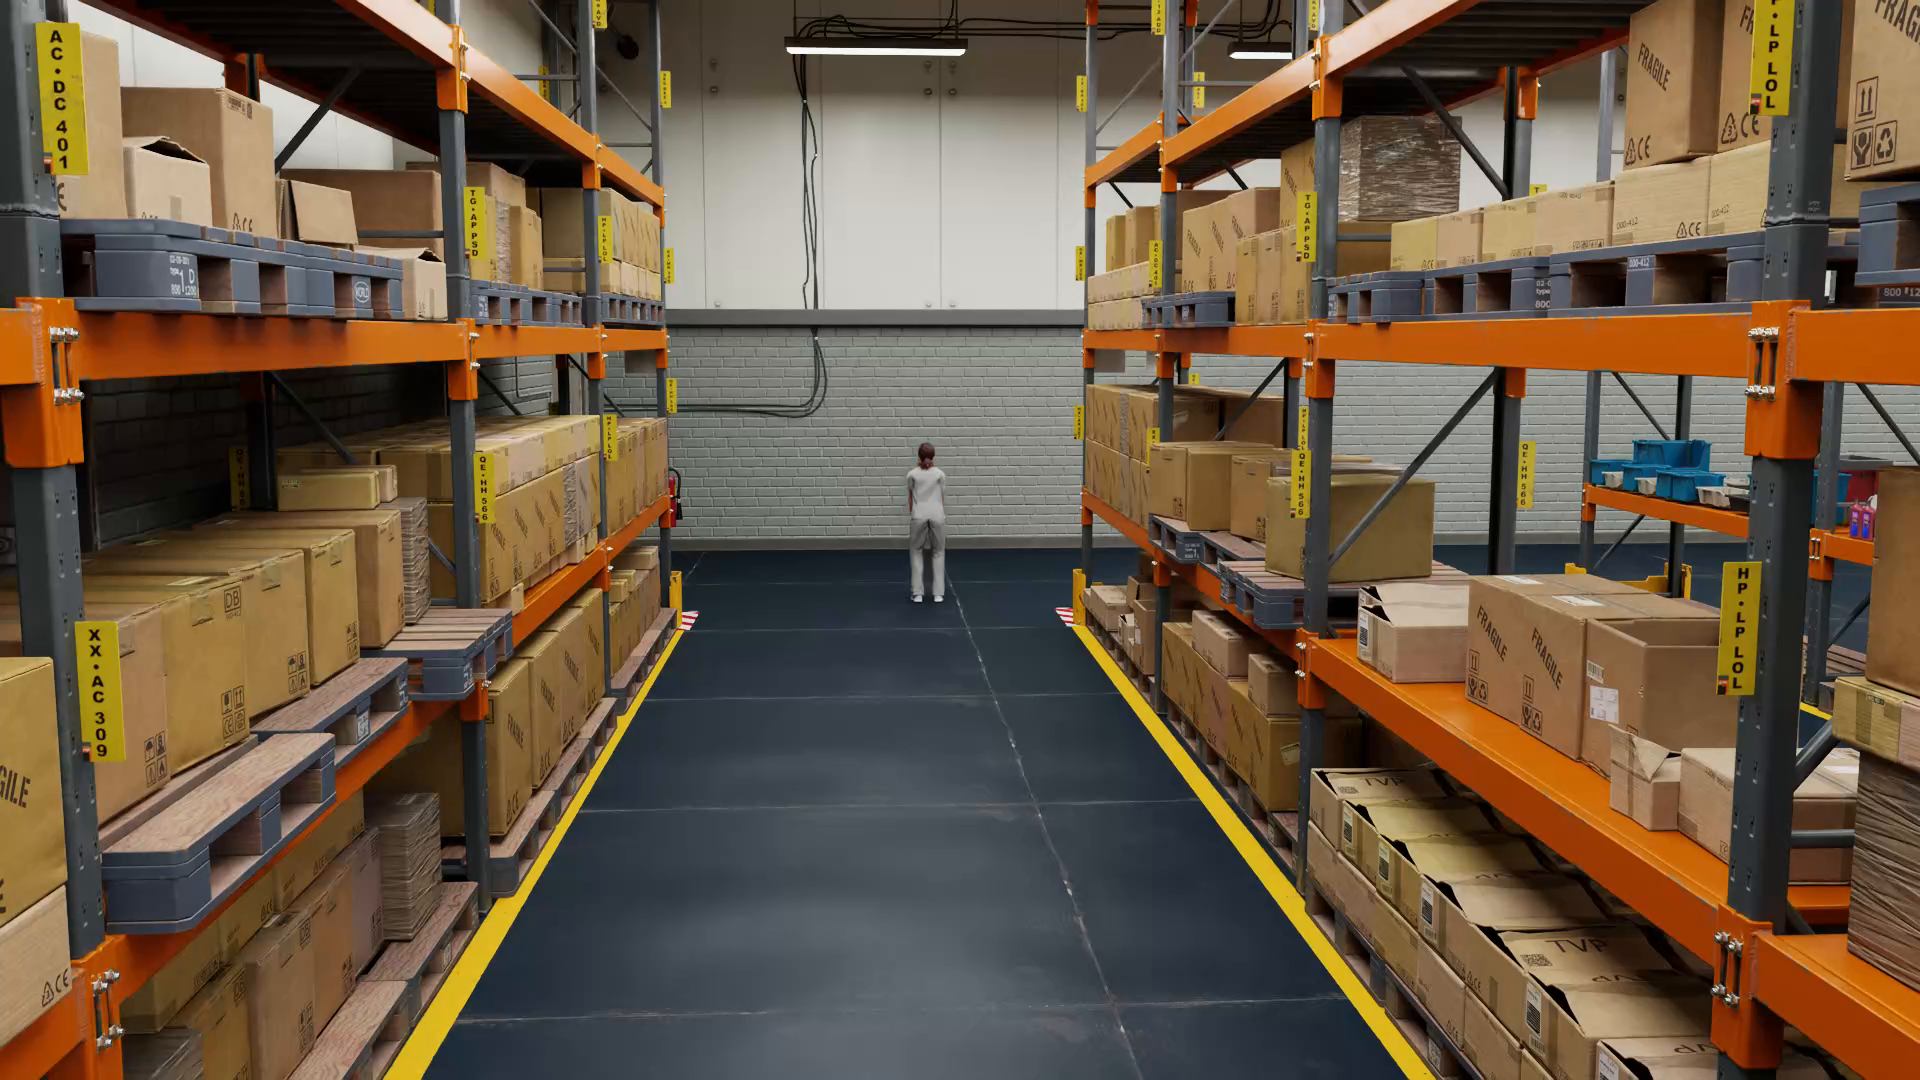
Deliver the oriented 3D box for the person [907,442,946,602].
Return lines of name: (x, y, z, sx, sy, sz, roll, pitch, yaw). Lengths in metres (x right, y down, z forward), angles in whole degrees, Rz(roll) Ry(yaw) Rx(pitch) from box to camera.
person: (-0.356, -0.195, 17.413, 0.411, 1.668, 0.500, -1, 7, -5)
